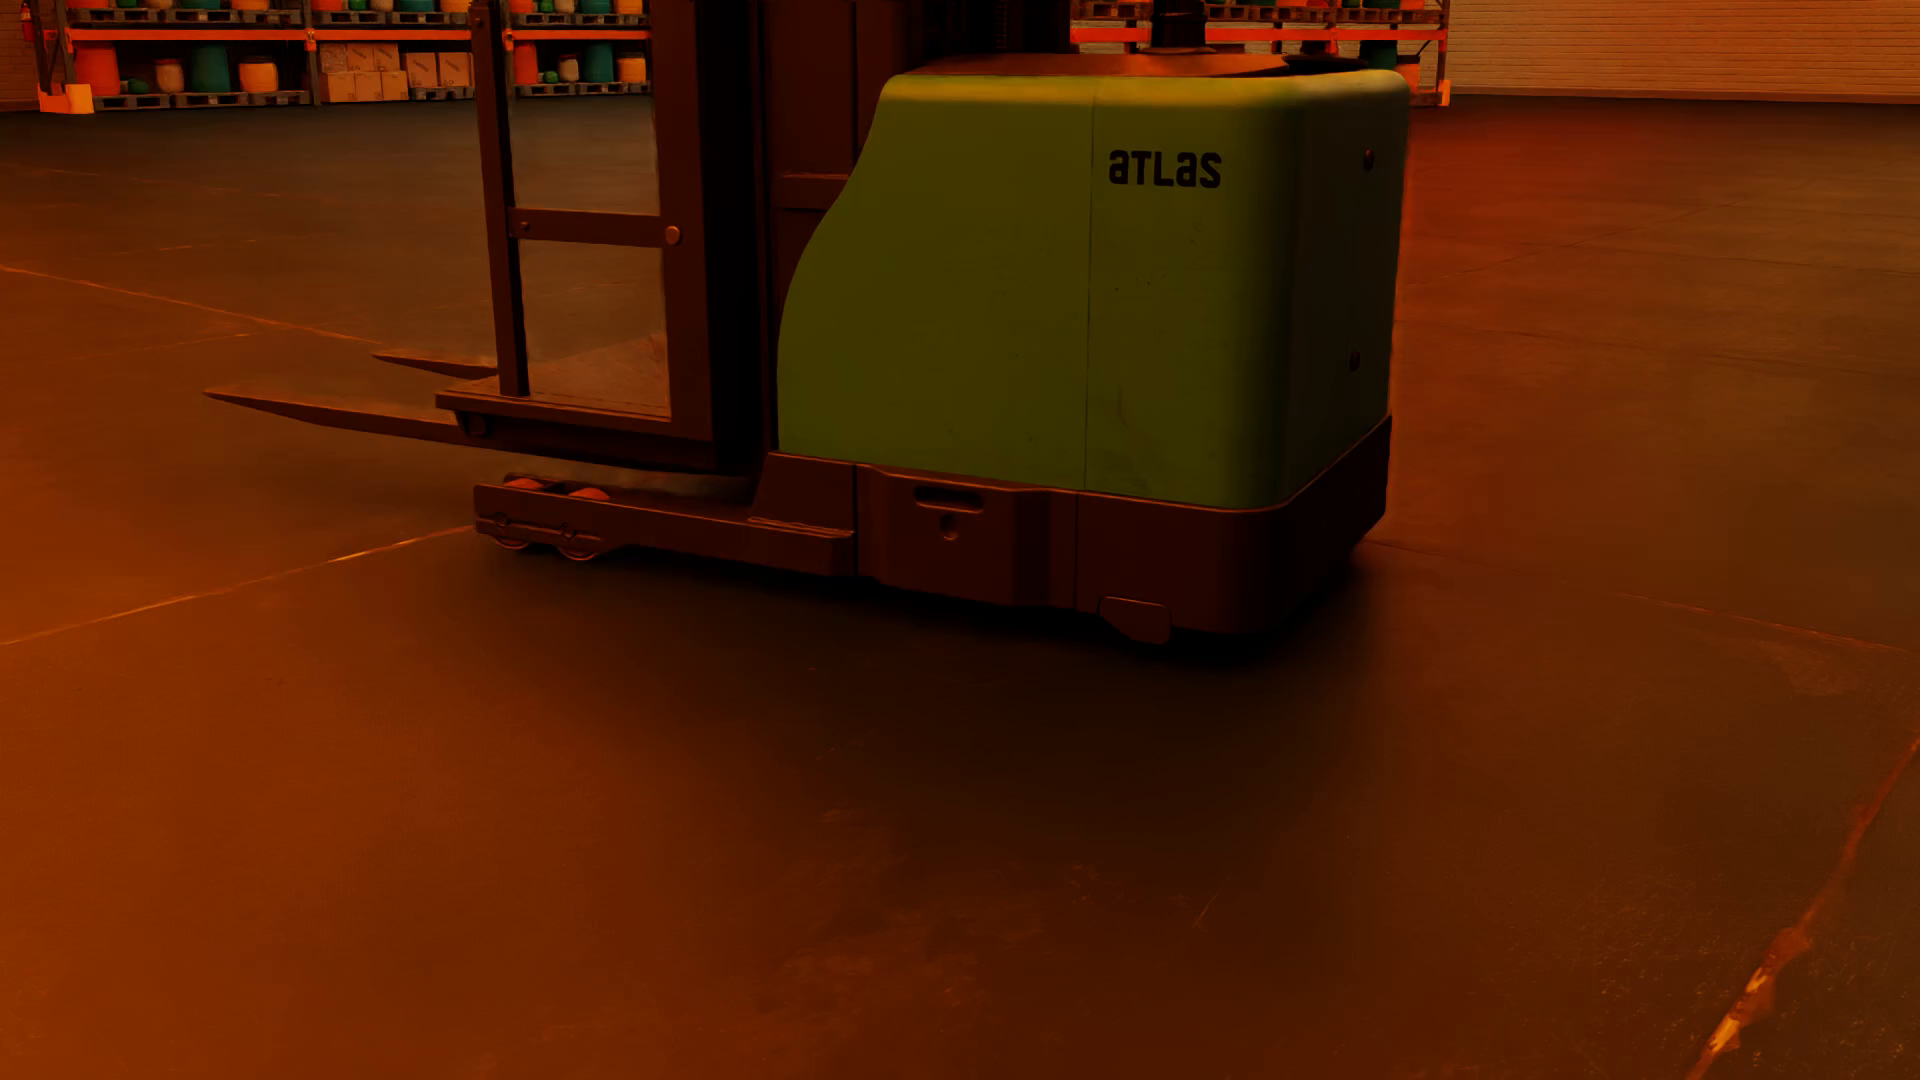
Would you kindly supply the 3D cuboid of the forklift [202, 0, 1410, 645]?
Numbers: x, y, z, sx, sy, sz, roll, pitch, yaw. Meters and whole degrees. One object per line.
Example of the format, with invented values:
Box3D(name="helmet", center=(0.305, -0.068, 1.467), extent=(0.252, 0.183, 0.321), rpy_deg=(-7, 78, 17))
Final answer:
Box3D(name="forklift", center=(-0.553, -1.480, 3.771), extent=(3.031, 2.935, 1.130), rpy_deg=(8, 19, 26))
